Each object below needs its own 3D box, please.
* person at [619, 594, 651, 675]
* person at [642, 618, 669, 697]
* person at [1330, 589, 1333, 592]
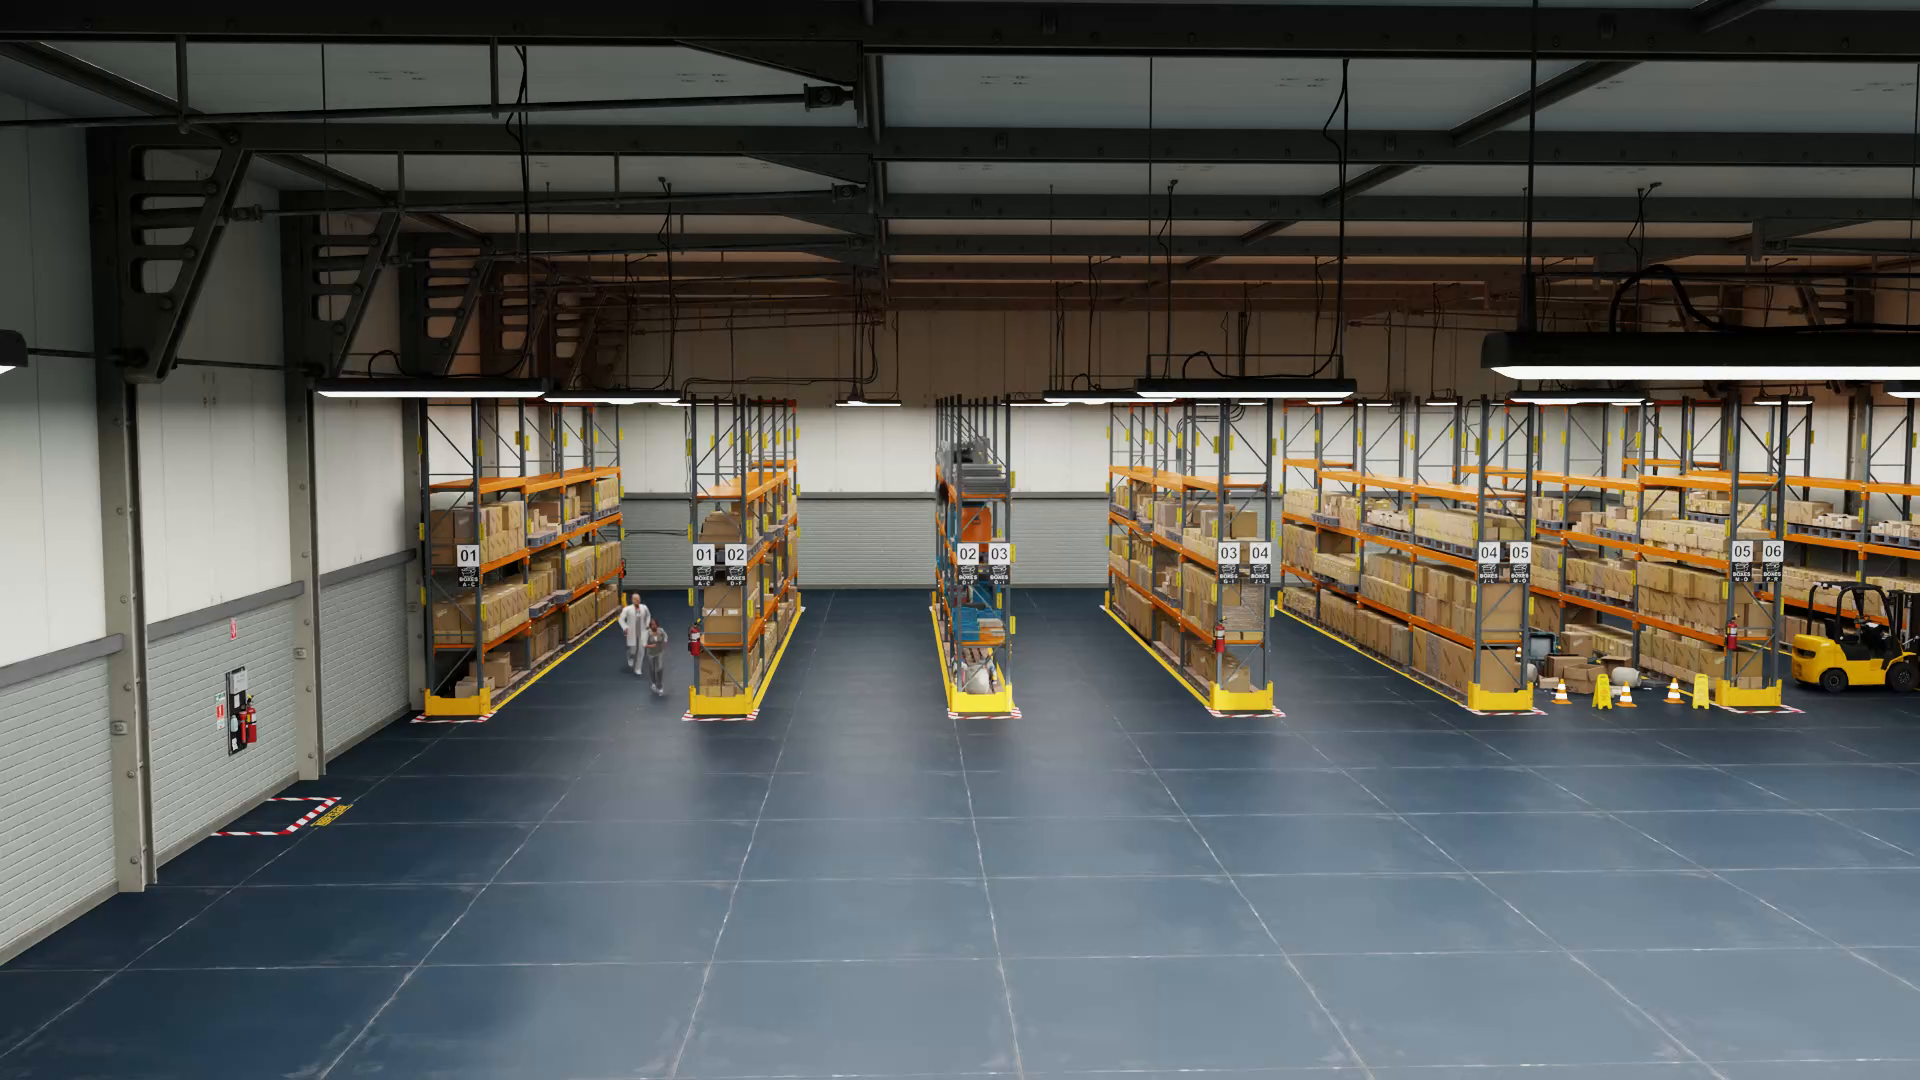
[{"bbox_3d":[-7.028,2.030,36.052,0.721,1.735,0.806,-2,5,-22],"label":"person"},{"bbox_3d":[-6.104,2.325,33.346,0.533,1.563,0.904,-1,5,-11],"label":"person"},{"bbox_3d":[11.333,0.921,49.648,0.908,1.755,0.663,-1,5,-18],"label":"person"}]
